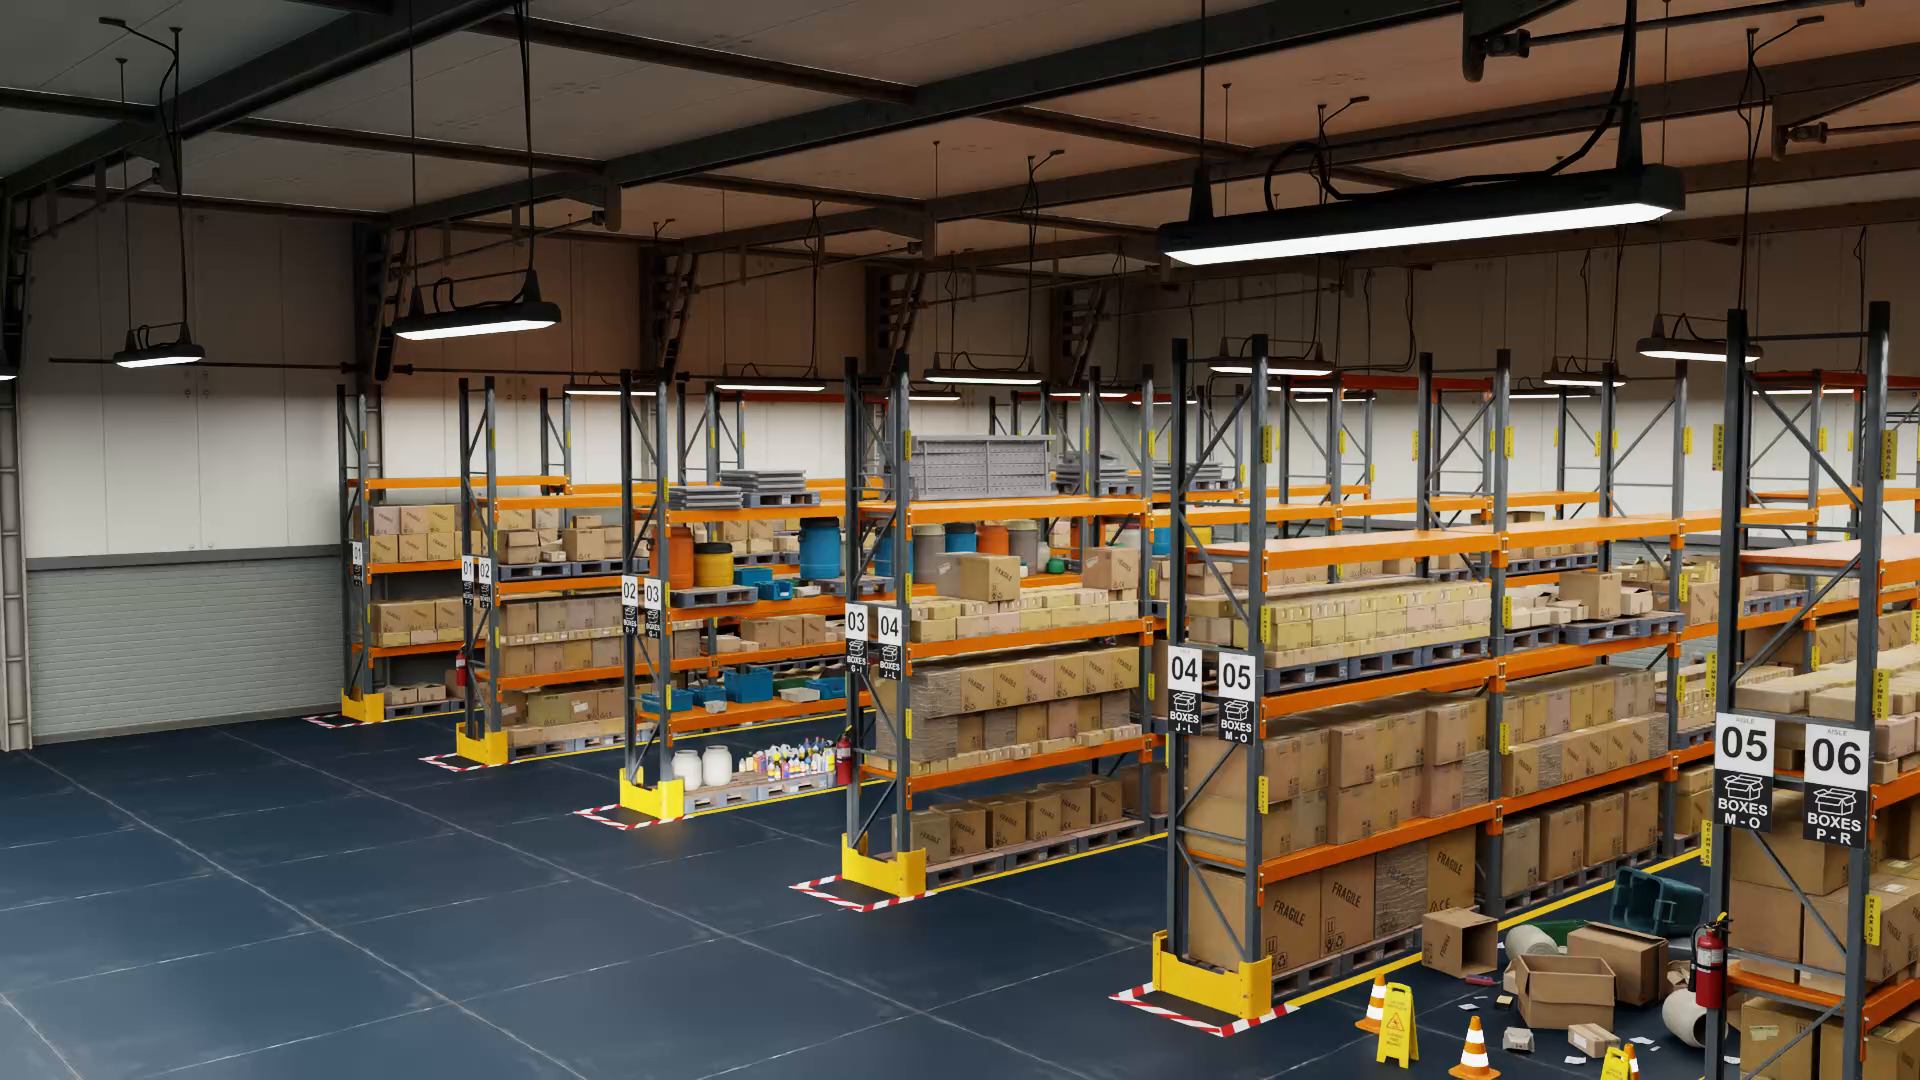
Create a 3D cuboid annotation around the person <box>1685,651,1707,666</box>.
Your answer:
[{"bbox_3d":[11.741,2.599,26.522,0.541,1.670,0.407,-2,4,-22],"label":"person"}]
